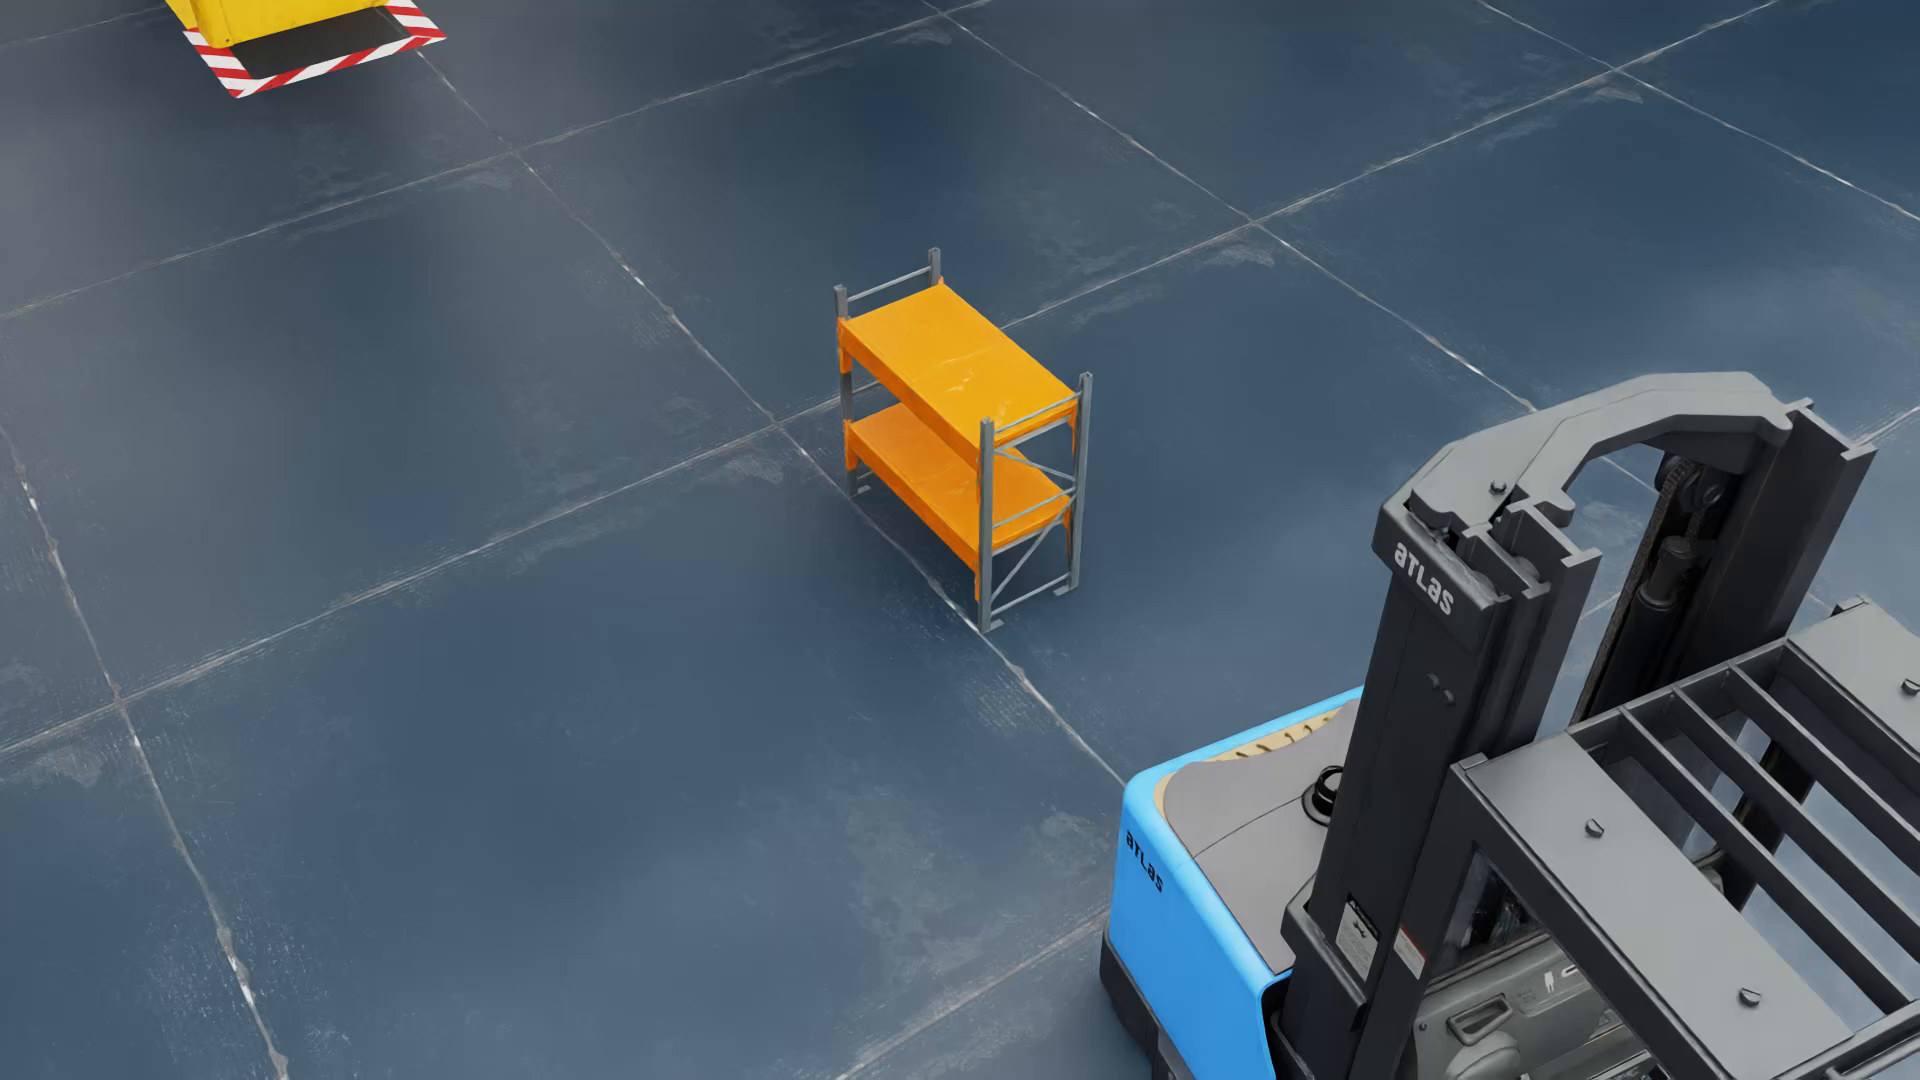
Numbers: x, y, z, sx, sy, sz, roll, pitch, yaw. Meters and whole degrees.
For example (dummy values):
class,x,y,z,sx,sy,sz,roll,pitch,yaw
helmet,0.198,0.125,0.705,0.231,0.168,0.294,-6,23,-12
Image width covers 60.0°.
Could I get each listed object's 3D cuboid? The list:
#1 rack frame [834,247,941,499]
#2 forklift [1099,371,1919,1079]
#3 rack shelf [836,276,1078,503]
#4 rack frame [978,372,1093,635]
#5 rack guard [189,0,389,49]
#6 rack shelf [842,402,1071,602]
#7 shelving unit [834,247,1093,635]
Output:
class,x,y,z,sx,sy,sz,roll,pitch,yaw
rack frame,-0.295,-0.699,7.158,0.500,1.125,0.032,-26,49,-24
forklift,1.558,1.204,3.857,1.130,2.935,3.031,-18,47,-18
rack shelf,-0.004,-0.622,6.654,0.538,0.278,1.000,-26,49,-24
rack frame,0.287,-0.123,6.555,0.500,1.125,0.032,-26,49,-24
rack guard,-4.316,-3.590,10.640,1.175,0.500,0.348,-26,49,-24
rack shelf,-0.004,-0.234,7.025,0.538,0.278,1.000,-26,49,-24
shelving unit,-0.004,-0.411,6.857,0.538,1.125,1.048,-26,49,-24
